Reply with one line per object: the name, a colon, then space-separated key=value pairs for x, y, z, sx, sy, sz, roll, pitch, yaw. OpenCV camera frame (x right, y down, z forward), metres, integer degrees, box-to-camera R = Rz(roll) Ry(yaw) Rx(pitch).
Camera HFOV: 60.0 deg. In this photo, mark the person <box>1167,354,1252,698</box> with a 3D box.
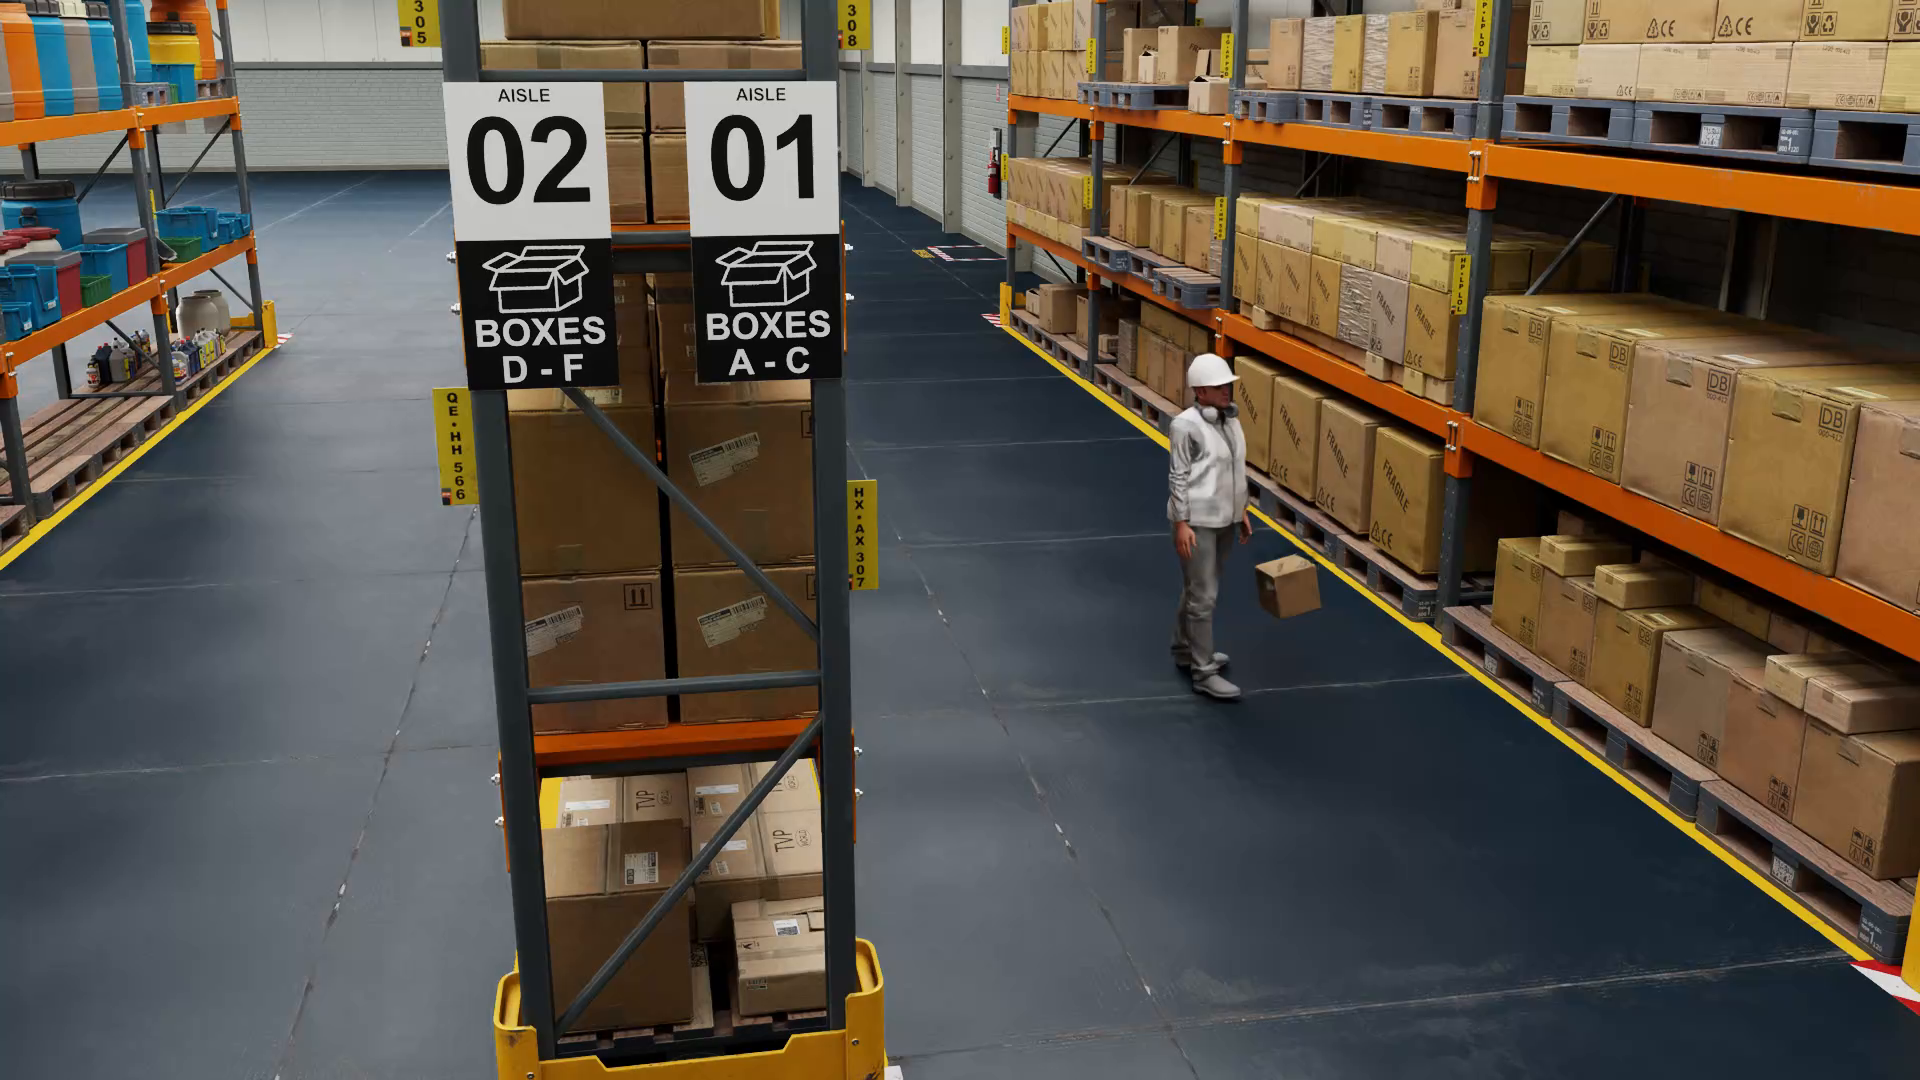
person: x=1.343 y=-0.088 z=8.749 sx=0.610 sy=1.772 sz=0.649 roll=14 pitch=21 yaw=40
